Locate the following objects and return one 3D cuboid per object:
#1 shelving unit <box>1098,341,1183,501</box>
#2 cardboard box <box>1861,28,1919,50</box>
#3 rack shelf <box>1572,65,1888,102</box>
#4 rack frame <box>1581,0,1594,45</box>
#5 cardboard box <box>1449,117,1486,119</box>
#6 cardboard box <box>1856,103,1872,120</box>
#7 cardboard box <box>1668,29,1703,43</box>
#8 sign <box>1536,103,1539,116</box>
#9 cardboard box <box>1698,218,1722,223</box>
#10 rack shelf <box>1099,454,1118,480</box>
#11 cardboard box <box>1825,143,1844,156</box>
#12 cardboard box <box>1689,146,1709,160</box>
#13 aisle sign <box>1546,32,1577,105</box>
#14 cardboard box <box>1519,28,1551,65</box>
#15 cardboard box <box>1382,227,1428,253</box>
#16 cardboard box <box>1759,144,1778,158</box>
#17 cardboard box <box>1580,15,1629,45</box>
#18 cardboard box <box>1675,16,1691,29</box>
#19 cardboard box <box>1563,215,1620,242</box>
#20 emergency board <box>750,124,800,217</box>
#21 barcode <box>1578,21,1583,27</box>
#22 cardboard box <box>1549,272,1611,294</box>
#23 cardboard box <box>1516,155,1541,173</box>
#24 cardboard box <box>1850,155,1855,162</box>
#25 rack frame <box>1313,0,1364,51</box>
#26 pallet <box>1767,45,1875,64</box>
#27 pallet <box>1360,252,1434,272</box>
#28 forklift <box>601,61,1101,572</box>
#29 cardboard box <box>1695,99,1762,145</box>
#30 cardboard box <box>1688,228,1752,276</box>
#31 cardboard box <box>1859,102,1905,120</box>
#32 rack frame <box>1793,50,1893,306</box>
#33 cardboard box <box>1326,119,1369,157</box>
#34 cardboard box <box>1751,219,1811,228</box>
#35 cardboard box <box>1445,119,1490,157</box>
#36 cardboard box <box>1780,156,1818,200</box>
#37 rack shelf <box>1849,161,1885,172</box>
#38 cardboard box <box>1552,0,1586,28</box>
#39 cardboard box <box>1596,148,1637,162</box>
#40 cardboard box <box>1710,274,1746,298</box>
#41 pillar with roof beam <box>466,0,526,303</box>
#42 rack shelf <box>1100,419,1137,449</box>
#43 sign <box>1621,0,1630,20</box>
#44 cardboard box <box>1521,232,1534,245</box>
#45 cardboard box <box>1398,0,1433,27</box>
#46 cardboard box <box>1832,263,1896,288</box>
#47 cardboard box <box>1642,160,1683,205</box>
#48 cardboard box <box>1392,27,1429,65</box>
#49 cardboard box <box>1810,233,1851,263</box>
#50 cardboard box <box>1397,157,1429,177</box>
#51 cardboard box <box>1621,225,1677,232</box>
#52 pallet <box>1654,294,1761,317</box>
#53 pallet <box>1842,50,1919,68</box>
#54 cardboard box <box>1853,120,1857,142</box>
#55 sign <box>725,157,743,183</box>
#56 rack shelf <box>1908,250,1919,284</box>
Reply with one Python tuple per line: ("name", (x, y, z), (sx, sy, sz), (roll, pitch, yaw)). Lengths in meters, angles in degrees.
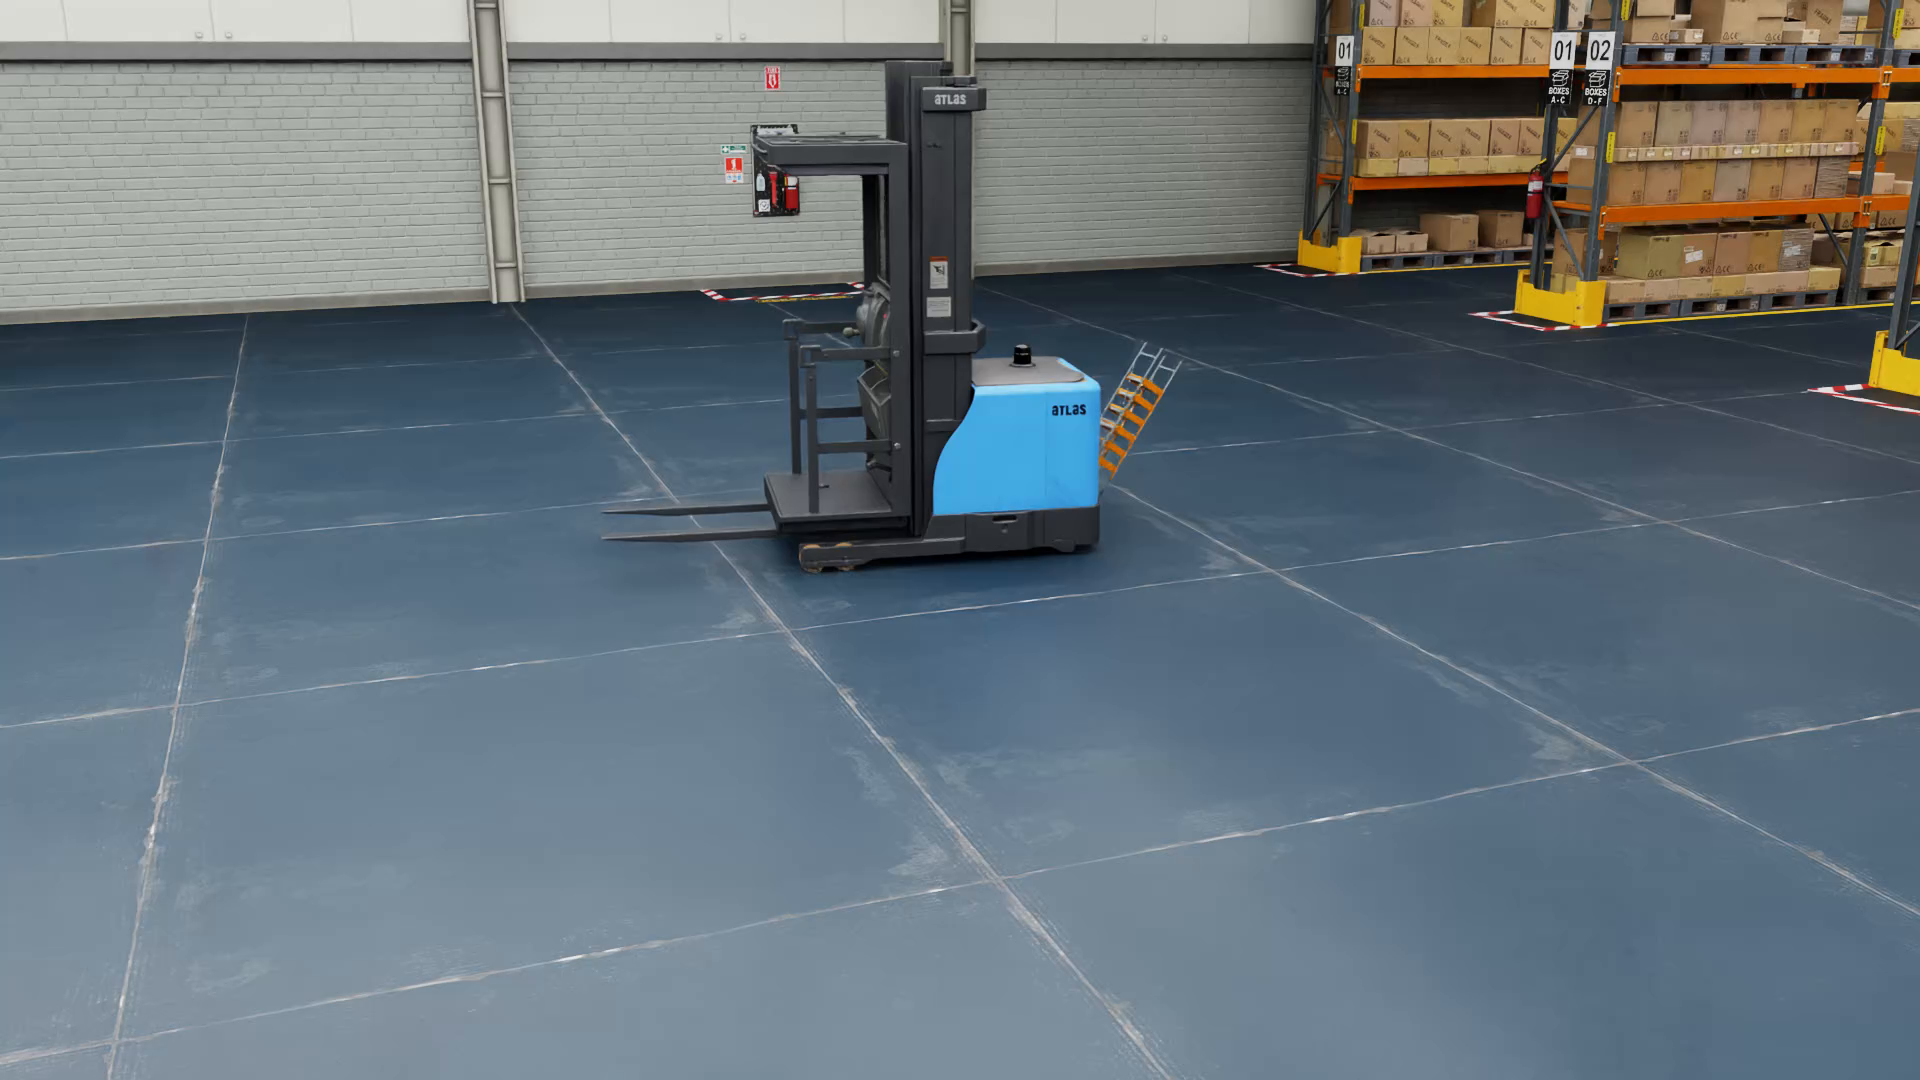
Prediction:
("shelving unit", (1.069, -0.761, 11.234), (0.189, 1.200, 0.258), (31, 1, -29))
("cardboard box", (11.306, -6.063, 20.117), (0.500, 0.250, 0.500), (-4, 17, -14))
("rack shelf", (8.859, -5.327, 19.367), (4.000, 0.370, 1.077), (-6, 17, -20))
("rack frame", (8.951, -8.616, 23.967), (0.127, 3.000, 1.000), (-6, 17, -20))
("cardboard box", (7.486, -5.942, 24.410), (0.500, 0.500, 0.500), (-6, 17, -19))
("cardboard box", (14.169, -6.785, 26.306), (0.500, 0.250, 0.500), (-6, 17, -20))
("cardboard box", (8.154, -5.691, 18.782), (0.250, 0.149, 0.380), (-6, 17, -20))
("sign", (8.749, -6.439, 25.145), (0.005, 0.325, 0.100), (-6, 17, -20))
("cardboard box", (11.510, -5.045, 26.109), (0.500, 0.500, 0.700), (-6, 17, -20))
("rack shelf", (0.922, -0.518, 11.237), (0.180, 0.103, 0.258), (31, 1, -29))
("cardboard box", (10.318, -4.685, 19.901), (0.250, 0.149, 0.380), (-7, 18, -21))
("cardboard box", (8.399, -4.478, 19.194), (0.250, 0.149, 0.380), (-7, 18, -22))
("aisle sign", (6.825, -5.349, 18.876), (0.004, 0.787, 0.394), (-6, 17, -20))
("cardboard box", (8.091, -7.071, 23.815), (0.500, 0.500, 0.500), (-8, 18, -25))
("cardboard box", (6.426, -4.359, 24.108), (0.500, 0.311, 0.500), (-5, 17, -15))
("cardboard box", (9.364, -4.582, 19.550), (0.250, 0.149, 0.380), (-6, 17, -18))
("cardboard box", (9.490, -7.460, 24.432), (0.500, 0.500, 0.500), (-4, 17, -12))
("cardboard box", (8.492, -5.938, 19.335), (0.500, 0.311, 0.500), (-4, 17, -14))
("cardboard box", (9.632, -4.828, 25.370), (0.500, 0.500, 0.700), (-6, 17, -18))
("emergency board", (-2.364, -4.788, 21.580), (0.643, 1.169, 0.194), (-6, 17, -20))
("barcode", (7.101, -5.906, 19.033), (0.075, 0.075, 0.001), (-6, 17, -20))
("cardboard box", (7.387, -3.045, 19.779), (0.500, 0.250, 0.500), (-6, 17, -20))
("cardboard box", (8.149, -5.499, 24.233), (0.500, 0.250, 0.500), (-6, 17, -20))
("cardboard box", (14.023, -6.116, 26.511), (0.250, 0.149, 0.380), (-6, 17, -19))
("rack frame", (5.216, -8.213, 22.593), (0.127, 3.000, 1.000), (-6, 17, -20))
("pallet", (9.940, -5.738, 19.649), (1.213, 0.211, 1.003), (-6, 17, -20))
("pallet", (6.058, -4.076, 24.105), (1.213, 0.211, 1.003), (-6, 17, -20))
("forklift", (-0.703, -1.375, 10.078), (3.031, 2.935, 1.130), (-3, 17, -11))
("cardboard box", (8.909, -4.907, 19.503), (0.500, 0.500, 0.700), (-6, 17, -20))
("cardboard box", (8.974, -3.419, 19.722), (0.500, 0.500, 0.500), (-6, 17, -20))
("cardboard box", (14.644, -6.838, 26.487), (0.500, 0.250, 0.500), (-7, 18, -21))
("rack frame", (10.727, -4.434, 20.375), (0.127, 3.000, 1.000), (-6, 17, -20))
("cardboard box", (5.580, -5.735, 23.704), (0.500, 0.500, 0.500), (-6, 18, -21))
("cardboard box", (10.182, -3.712, 20.719), (0.500, 0.500, 0.500), (-6, 17, -20))
("cardboard box", (7.197, -5.753, 23.766), (0.500, 0.500, 0.500), (-6, 17, -18))
("cardboard box", (9.825, -4.381, 20.016), (0.500, 0.500, 0.700), (-6, 18, -21))
("rack shelf", (14.554, -5.997, 26.973), (4.000, 0.370, 1.077), (-6, 17, -20))
("cardboard box", (8.580, -7.592, 23.817), (0.500, 0.500, 0.500), (-8, 18, -25))
("cardboard box", (7.435, -4.373, 18.838), (0.250, 0.149, 0.380), (-6, 18, -20))
("cardboard box", (8.974, -3.060, 19.828), (0.500, 0.250, 0.500), (-6, 17, -20))
("pillar with roof beam", (-4.105, -6.168, 15.632), (0.400, 9.000, 9.100), (-6, 17, -20))
("rack shelf", (1.046, -0.723, 11.234), (0.180, 0.103, 0.258), (31, 1, -29))
("sign", (7.185, -5.781, 17.945), (0.005, 0.325, 0.100), (-6, 17, -20))
("cardboard box", (8.462, -4.527, 24.939), (0.250, 0.166, 0.380), (-9, 18, -27))
("cardboard box", (6.149, -7.323, 22.900), (0.500, 0.500, 0.500), (-6, 18, -21))
("cardboard box", (11.192, -3.292, 20.620), (0.500, 0.250, 0.500), (-7, 18, -21))
("cardboard box", (7.921, -4.177, 19.321), (0.500, 0.500, 0.700), (-6, 17, -19))
("cardboard box", (6.132, -6.844, 23.042), (0.500, 0.500, 0.500), (-5, 17, -16))
("cardboard box", (11.003, -3.702, 21.020), (0.500, 0.311, 0.500), (-6, 17, -20))
("cardboard box", (6.265, -5.293, 23.531), (0.500, 0.250, 0.500), (-7, 18, -22))
("cardboard box", (8.315, -3.510, 20.032), (0.500, 0.500, 0.500), (-6, 17, -20))
("pallet", (8.828, -2.903, 20.110), (1.213, 0.211, 1.003), (-6, 17, -20))
("pallet", (11.546, -5.874, 20.294), (1.217, 0.209, 0.805), (-7, 18, -22))
("cardboard box", (13.724, -6.373, 26.236), (0.500, 0.500, 0.500), (-6, 17, -18))
("sign", (-2.917, -4.777, 21.477), (0.234, 0.329, 0.001), (-6, 17, -20))
("rack shelf", (10.628, -2.584, 15.351), (4.000, 0.370, 1.077), (-6, 17, -20))
